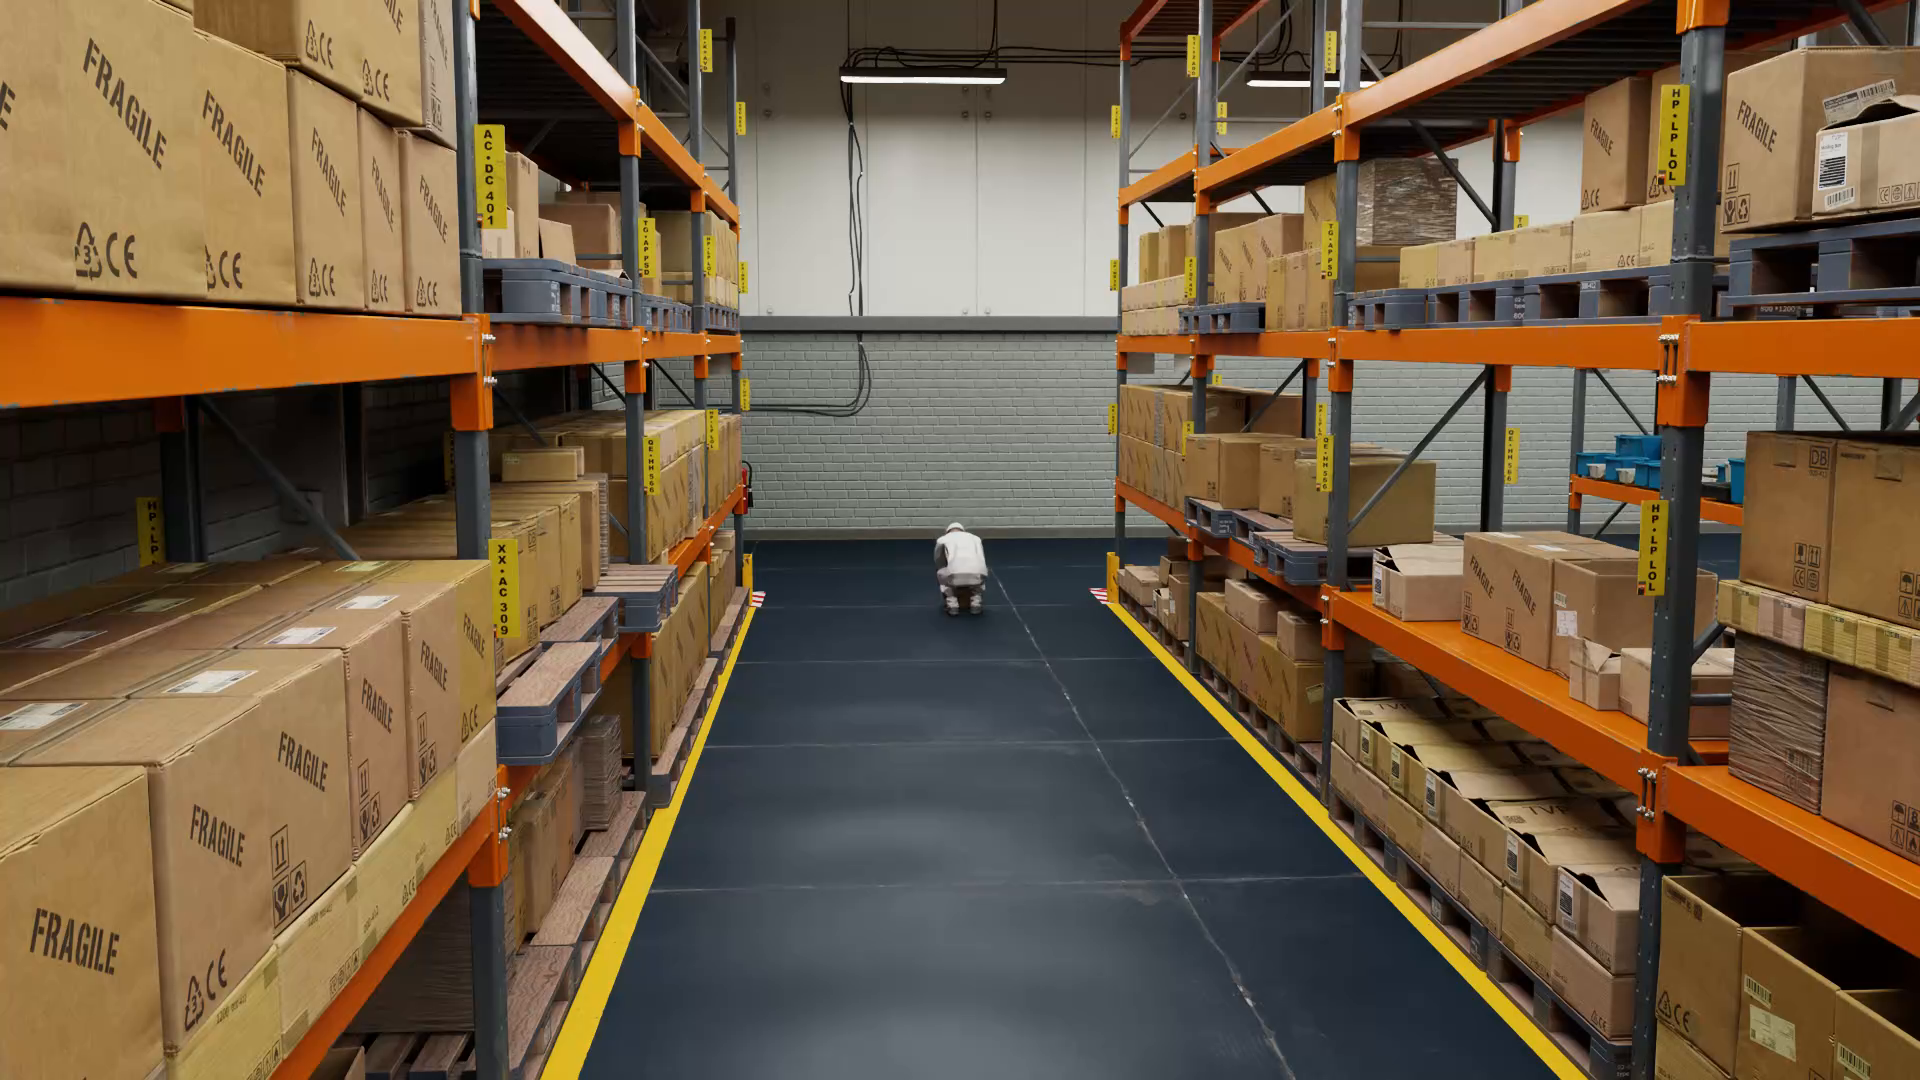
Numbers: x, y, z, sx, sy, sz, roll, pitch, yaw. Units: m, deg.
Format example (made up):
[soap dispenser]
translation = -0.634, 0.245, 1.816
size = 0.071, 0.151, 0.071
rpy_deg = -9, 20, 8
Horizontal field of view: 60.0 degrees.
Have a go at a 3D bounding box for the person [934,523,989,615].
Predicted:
[person]
translation = 0.015, 0.296, 17.013
size = 0.559, 0.882, 0.888
rpy_deg = 0, 7, -4
